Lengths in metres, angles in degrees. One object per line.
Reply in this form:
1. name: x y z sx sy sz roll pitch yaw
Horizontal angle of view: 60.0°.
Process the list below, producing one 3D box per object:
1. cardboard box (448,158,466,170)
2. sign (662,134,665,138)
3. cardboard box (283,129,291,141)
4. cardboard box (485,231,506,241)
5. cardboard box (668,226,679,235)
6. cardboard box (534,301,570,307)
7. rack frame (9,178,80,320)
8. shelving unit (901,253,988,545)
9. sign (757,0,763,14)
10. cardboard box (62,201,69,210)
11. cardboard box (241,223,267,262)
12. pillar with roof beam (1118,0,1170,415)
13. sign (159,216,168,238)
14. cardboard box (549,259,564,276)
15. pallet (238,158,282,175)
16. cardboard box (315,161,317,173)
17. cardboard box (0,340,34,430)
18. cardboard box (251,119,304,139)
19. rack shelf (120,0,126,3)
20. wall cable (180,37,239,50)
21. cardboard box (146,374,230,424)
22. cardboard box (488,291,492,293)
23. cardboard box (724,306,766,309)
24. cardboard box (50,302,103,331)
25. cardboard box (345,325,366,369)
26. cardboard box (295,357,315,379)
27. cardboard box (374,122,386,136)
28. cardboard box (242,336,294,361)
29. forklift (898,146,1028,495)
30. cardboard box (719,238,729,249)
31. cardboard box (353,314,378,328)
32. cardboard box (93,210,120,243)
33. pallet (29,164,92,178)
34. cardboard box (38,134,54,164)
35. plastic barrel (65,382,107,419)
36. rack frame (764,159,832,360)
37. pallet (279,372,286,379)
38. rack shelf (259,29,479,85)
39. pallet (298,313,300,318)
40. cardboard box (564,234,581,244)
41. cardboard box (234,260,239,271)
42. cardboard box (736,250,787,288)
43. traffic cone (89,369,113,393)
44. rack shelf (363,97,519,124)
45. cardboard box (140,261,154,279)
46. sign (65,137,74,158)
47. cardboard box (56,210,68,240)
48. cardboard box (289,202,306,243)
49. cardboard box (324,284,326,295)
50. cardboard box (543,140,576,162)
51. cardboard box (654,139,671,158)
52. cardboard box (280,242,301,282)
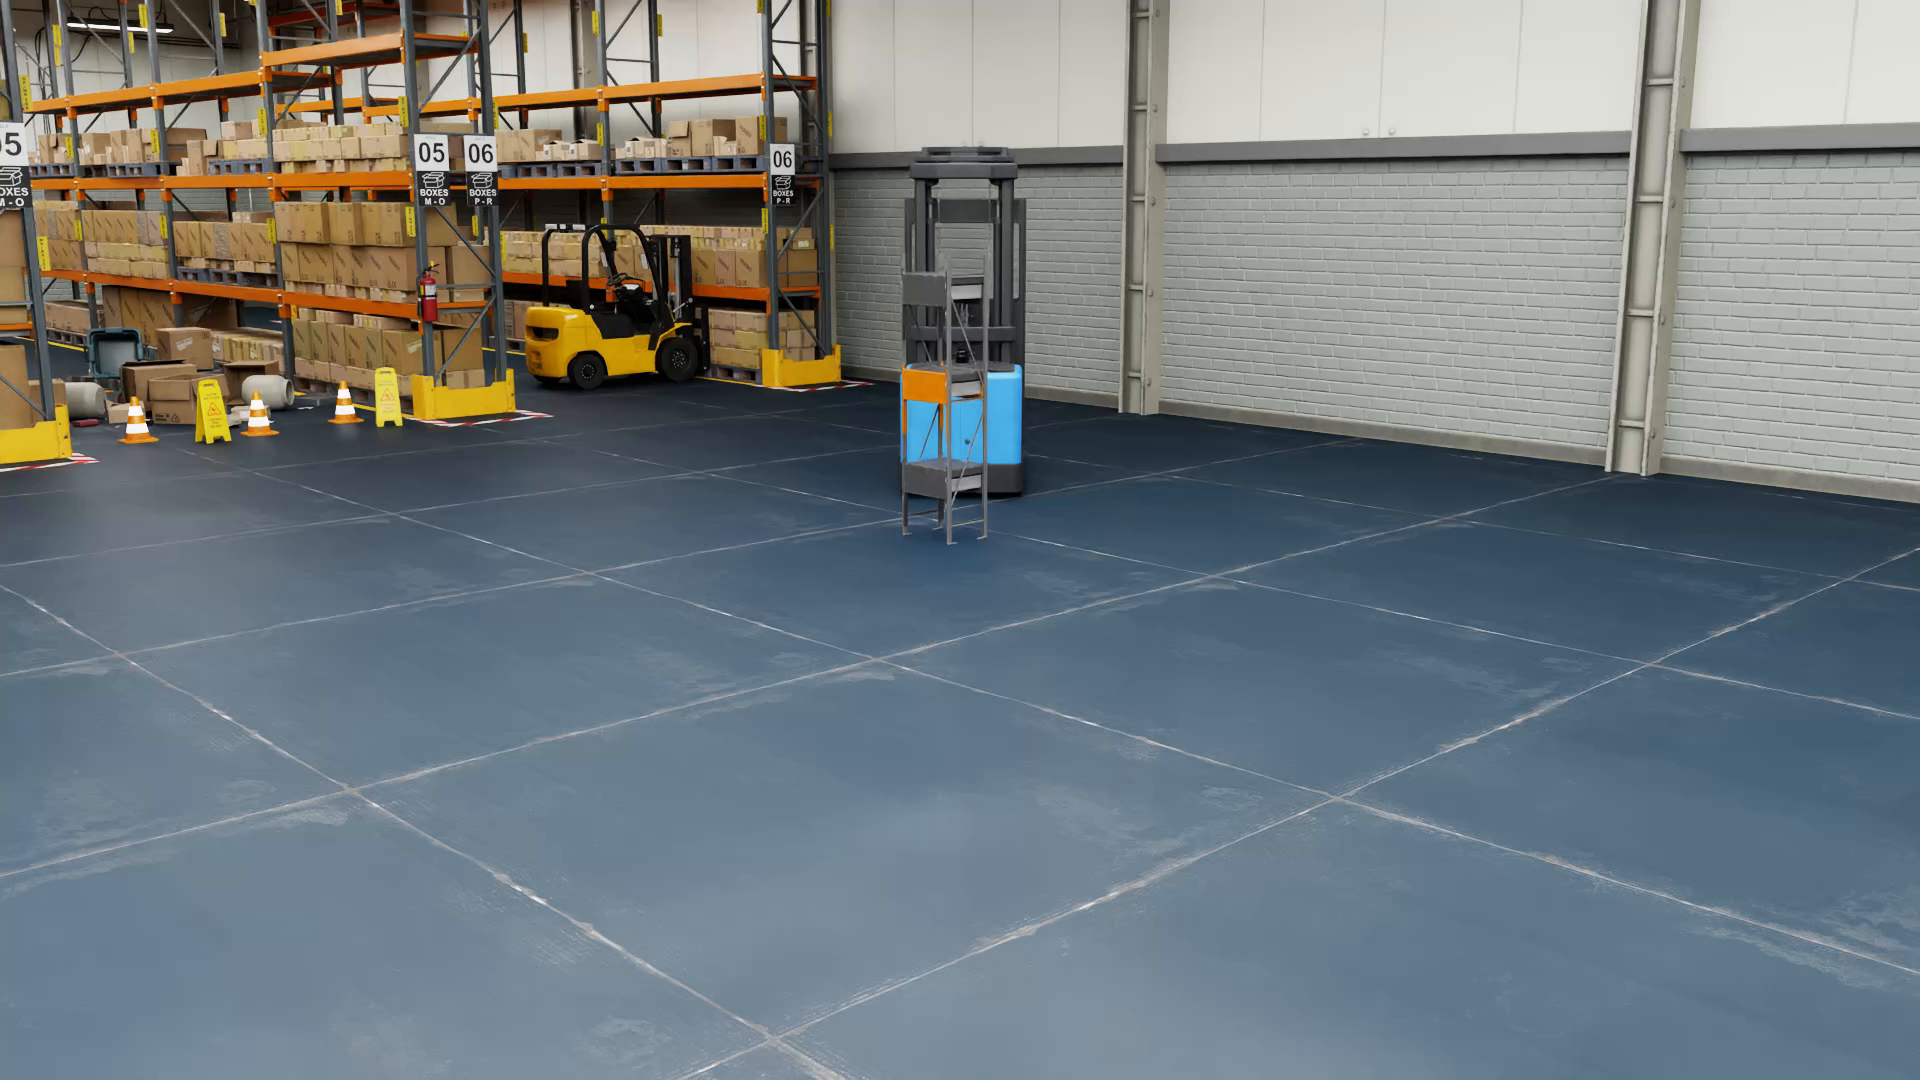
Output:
1. cardboard box: -5.768 -4.378 19.419 0.380 0.149 0.250 -11 16 -42
2. sign: -4.549 -6.053 25.449 0.100 0.325 0.005 -11 16 -43
3. cardboard box: -8.354 -5.134 21.109 0.380 0.149 0.250 -10 15 -41
4. cardboard box: -7.704 -5.078 27.768 0.380 0.149 0.250 -10 15 -41
5. cardboard box: -3.996 -4.462 24.044 0.380 0.149 0.250 -11 16 -43
6. cardboard box: -6.368 -3.556 27.081 0.625 0.625 0.875 11 16 43
7. rack frame: -16.823 -5.274 30.576 1.000 3.000 0.127 -11 16 -43
8. shelving unit: -0.114 -1.053 12.317 0.431 2.100 0.503 -11 16 -43
9. sign: -2.589 -6.992 21.537 0.100 0.325 0.005 -11 16 -43
10. cardboard box: -14.961 -5.673 28.179 0.380 0.149 0.250 -11 16 -43
11. cardboard box: -9.365 -4.030 22.515 0.500 0.500 0.500 -11 16 -42
12. pillar with roof beam: -0.986 -5.321 15.937 9.100 9.000 0.400 -11 16 -43
13. sign: -11.698 -4.596 24.414 0.100 0.325 0.005 -11 16 -43
14. cardboard box: -6.158 -4.328 26.355 0.500 0.250 0.500 -11 16 -42
15. pallet: -8.886 -5.005 22.301 1.213 0.211 1.003 -11 16 -43
16. cardboard box: -7.786 -4.640 20.686 0.250 0.149 0.380 11 16 43
17. cardboard box: -9.801 -1.489 16.430 0.875 0.875 0.875 -11 16 -42
18. cardboard box: -9.029 -5.436 22.019 0.500 0.250 0.500 -10 16 -41
19. rack shelf: -12.680 -8.612 25.457 1.077 0.370 4.000 -11 16 -43
20. wall cable: -16.208 -12.630 37.633 2.988 3.039 0.133 -11 16 -43
21. cardboard box: -8.818 -1.620 19.026 0.637 0.503 0.797 1 12 6
22. cardboard box: -8.360 -4.337 29.577 0.250 0.149 0.380 11 16 43
23. cardboard box: -3.067 -3.223 23.917 0.500 0.250 0.500 -11 16 -43
24. cardboard box: -15.657 -4.010 29.749 0.875 0.438 0.875 -10 16 -41
25. cardboard box: -7.222 -2.396 20.522 0.500 0.500 0.500 11 16 44
26. cardboard box: -8.324 -2.258 21.710 0.500 0.250 0.500 11 16 43
27. cardboard box: -6.561 -4.761 19.301 0.380 0.149 0.250 -11 16 -43
28. cardboard box: -9.399 -2.622 23.175 0.950 0.372 0.625 -10 15 -39
29. forklift: 0.056 -2.072 15.206 1.130 2.935 3.031 0 12 2
30. cardboard box: -3.125 -4.127 23.152 0.380 0.149 0.250 -11 16 -43
31. cardboard box: -7.170 -2.683 20.310 0.380 0.149 0.250 -10 15 -40
32. cardboard box: -13.594 -5.054 26.784 0.500 0.500 0.500 -11 16 -43
33. pallet: -15.457 -6.415 28.899 1.003 0.211 1.213 -11 16 -43
34. cardboard box: -15.540 -6.731 28.681 0.500 0.500 0.500 -11 16 -42
35. plastic barrel: -10.154 -1.604 19.150 0.512 0.421 0.421 -1 12 -4
36. rack frame: -2.187 -3.631 22.602 1.000 3.000 0.127 -11 16 -43
37. pallet: -9.075 -2.270 22.907 1.003 0.211 1.213 -11 16 -43
38. rack shelf: -7.155 -5.815 20.126 1.077 0.370 4.000 -11 16 -43
39. pallet: -12.632 -4.473 33.599 1.003 0.211 1.213 -11 16 -43
40. cardboard box: -5.945 -4.698 25.928 0.250 0.149 0.380 11 16 43
41. cardboard box: -9.786 -3.793 22.969 0.380 0.149 0.250 -11 16 -43
42. cardboard box: -2.716 -3.715 22.763 0.500 0.500 0.500 -11 16 -44
43. traffic cone: -11.329 -2.169 21.792 0.336 0.463 0.334 -11 16 -43
44. rack shelf: -9.093 -7.480 29.193 1.077 0.370 4.000 -11 16 -43
45. cardboard box: -12.200 -4.143 25.458 0.500 0.250 0.500 -11 16 -42
46. sign: -14.461 -6.374 27.003 0.100 0.325 0.005 -11 16 -43
47. cardboard box: -14.931 -5.334 28.144 0.500 0.500 0.500 -11 16 -43
48. cardboard box: -8.053 -4.035 21.099 0.700 0.500 0.500 -11 16 -42
49. cardboard box: -7.781 -3.169 20.983 0.380 0.149 0.250 -11 16 -43
50. cardboard box: -6.155 -6.079 25.981 0.500 0.311 0.500 11 16 43
51. cardboard box: -4.144 -5.614 23.837 0.258 0.266 0.396 11 16 44
52. cardboard box: -8.434 -3.614 21.535 0.500 0.500 0.500 -11 16 -43
